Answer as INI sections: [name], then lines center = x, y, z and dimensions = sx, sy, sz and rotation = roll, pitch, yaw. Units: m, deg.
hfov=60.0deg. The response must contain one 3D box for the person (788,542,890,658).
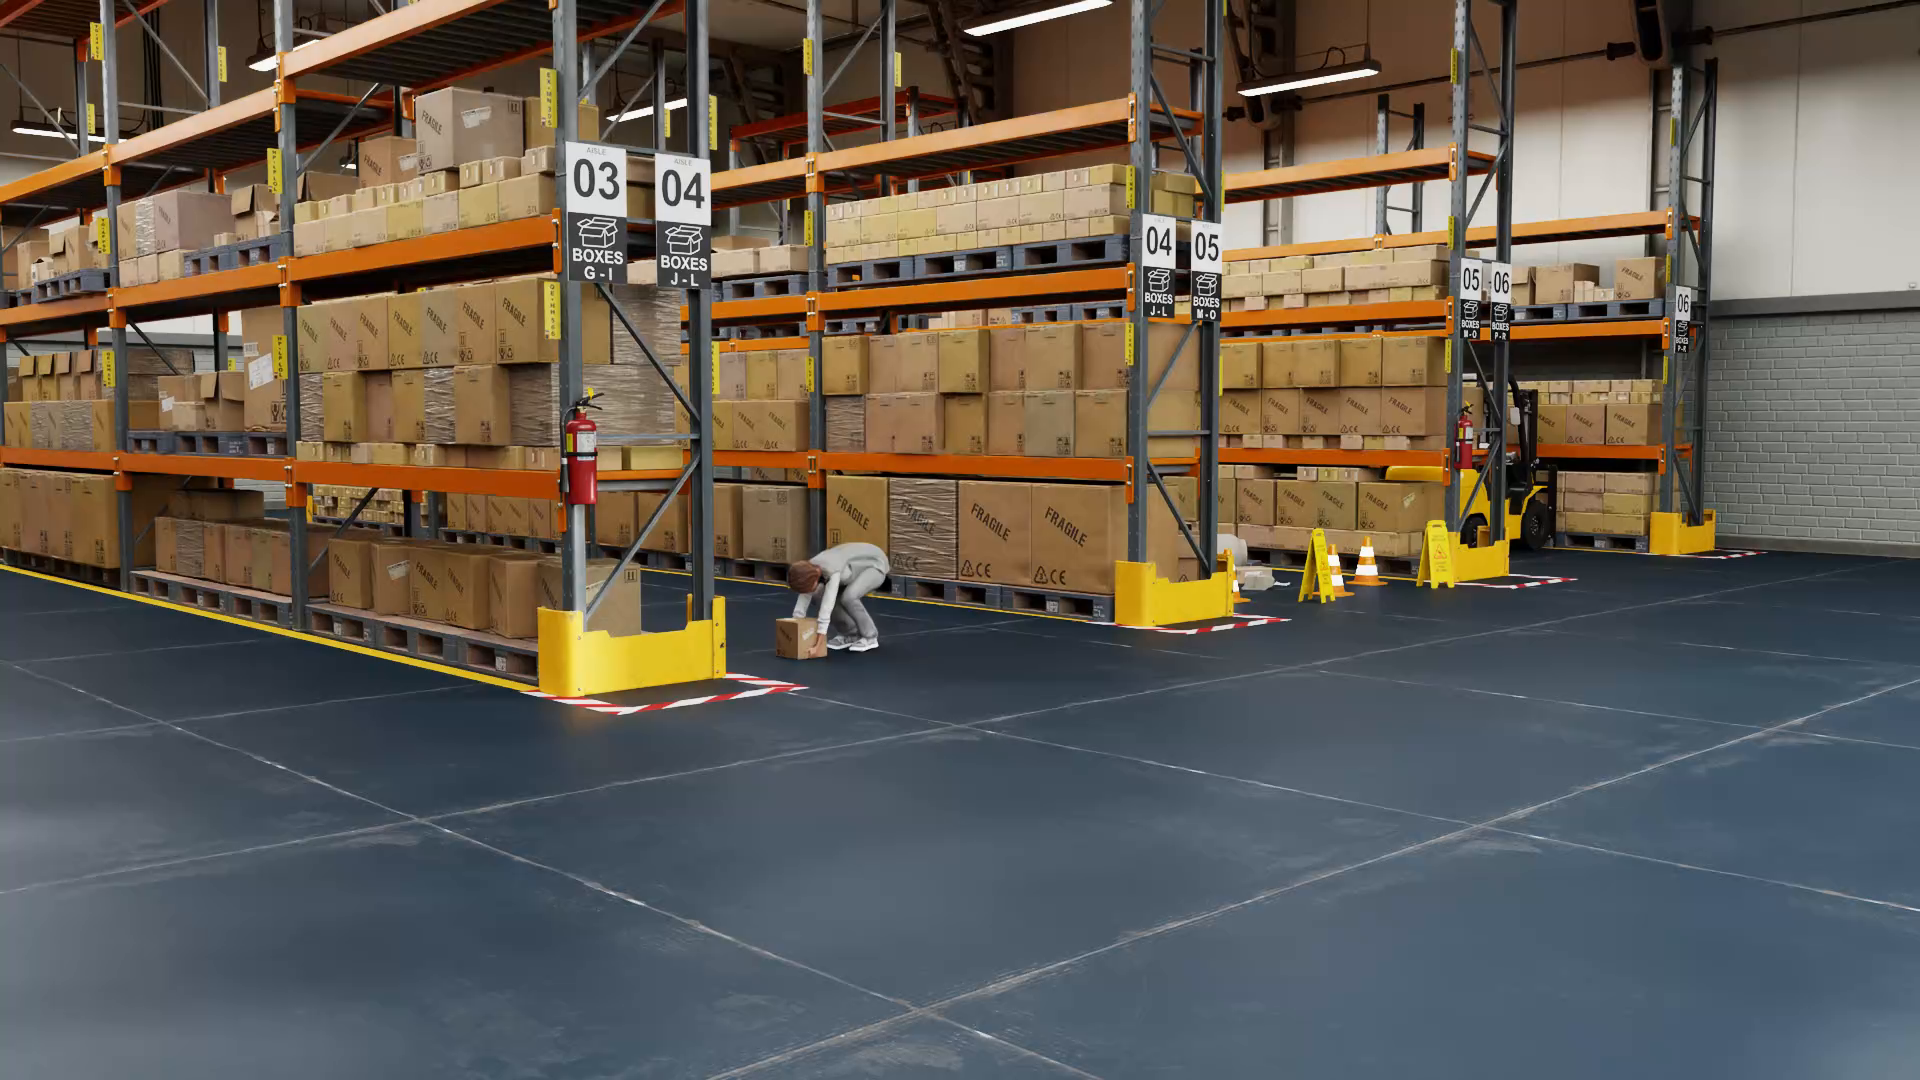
[person]
center = -0.853, 0.411, 11.558
dimensions = 0.429, 0.779, 0.871
rotation = 4, 6, 44
